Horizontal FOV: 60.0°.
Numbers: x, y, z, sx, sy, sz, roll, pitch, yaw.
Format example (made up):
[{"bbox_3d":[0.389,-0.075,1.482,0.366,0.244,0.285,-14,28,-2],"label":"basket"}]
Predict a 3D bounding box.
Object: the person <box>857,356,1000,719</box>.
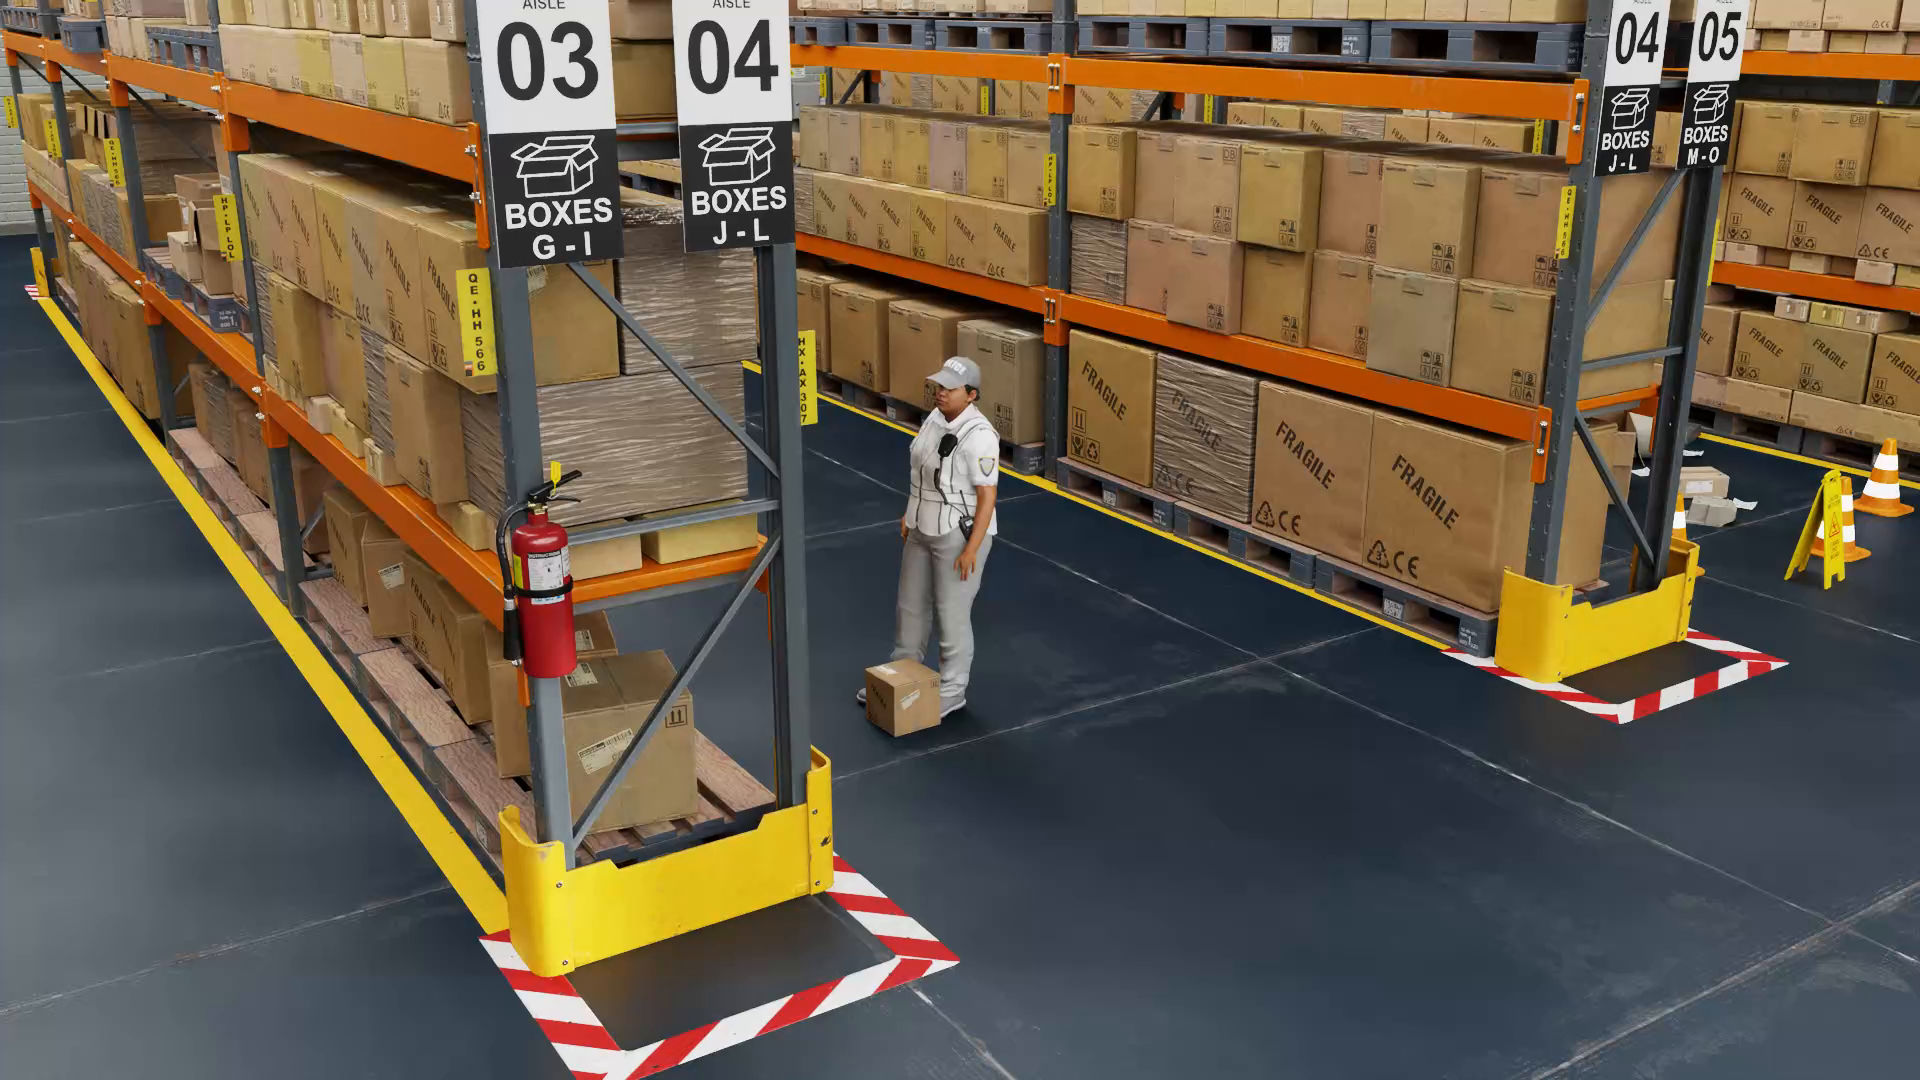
[{"bbox_3d":[-0.129,-0.007,7.534,0.529,1.669,0.598,-12,21,-31],"label":"person"}]
